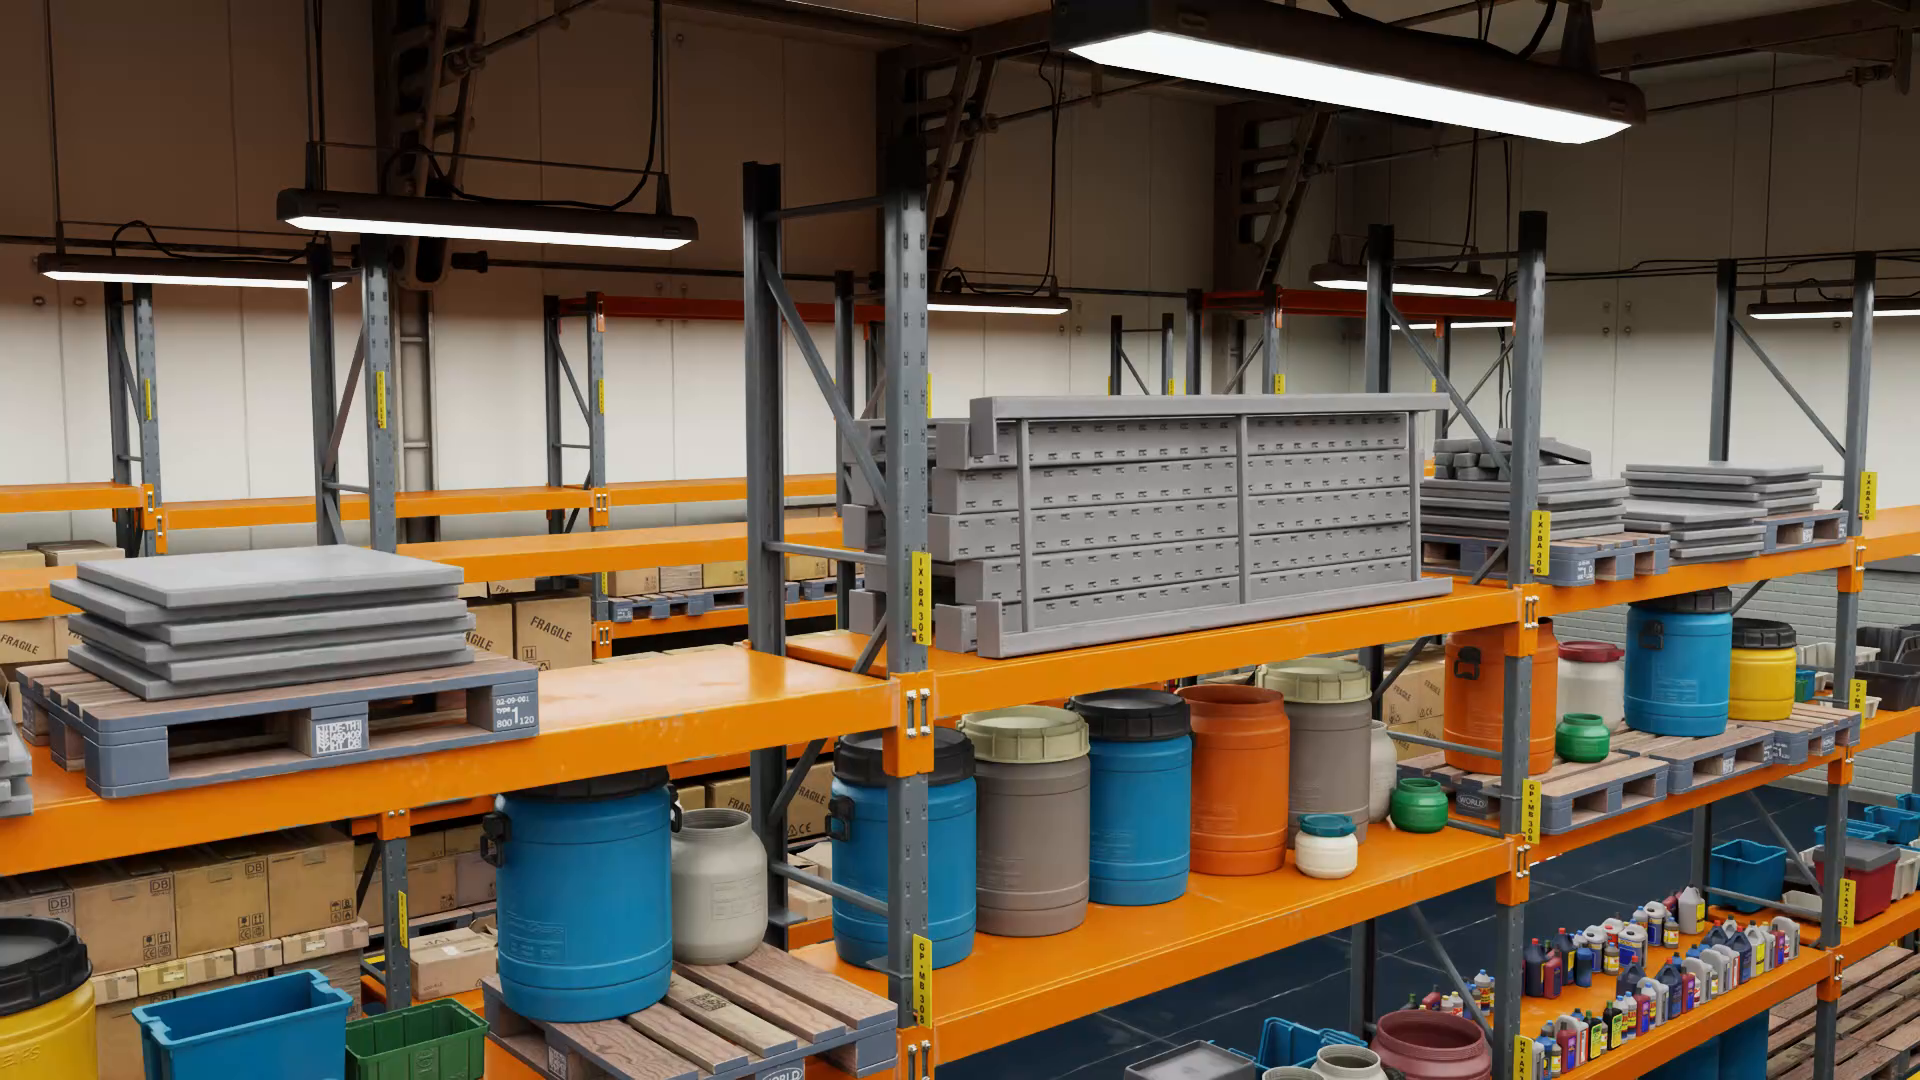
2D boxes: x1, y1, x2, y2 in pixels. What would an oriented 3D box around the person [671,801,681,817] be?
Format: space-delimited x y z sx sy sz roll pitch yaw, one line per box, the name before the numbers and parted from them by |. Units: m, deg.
person | -2.720 2.867 14.650 0.426 1.769 0.632 5 7 40
